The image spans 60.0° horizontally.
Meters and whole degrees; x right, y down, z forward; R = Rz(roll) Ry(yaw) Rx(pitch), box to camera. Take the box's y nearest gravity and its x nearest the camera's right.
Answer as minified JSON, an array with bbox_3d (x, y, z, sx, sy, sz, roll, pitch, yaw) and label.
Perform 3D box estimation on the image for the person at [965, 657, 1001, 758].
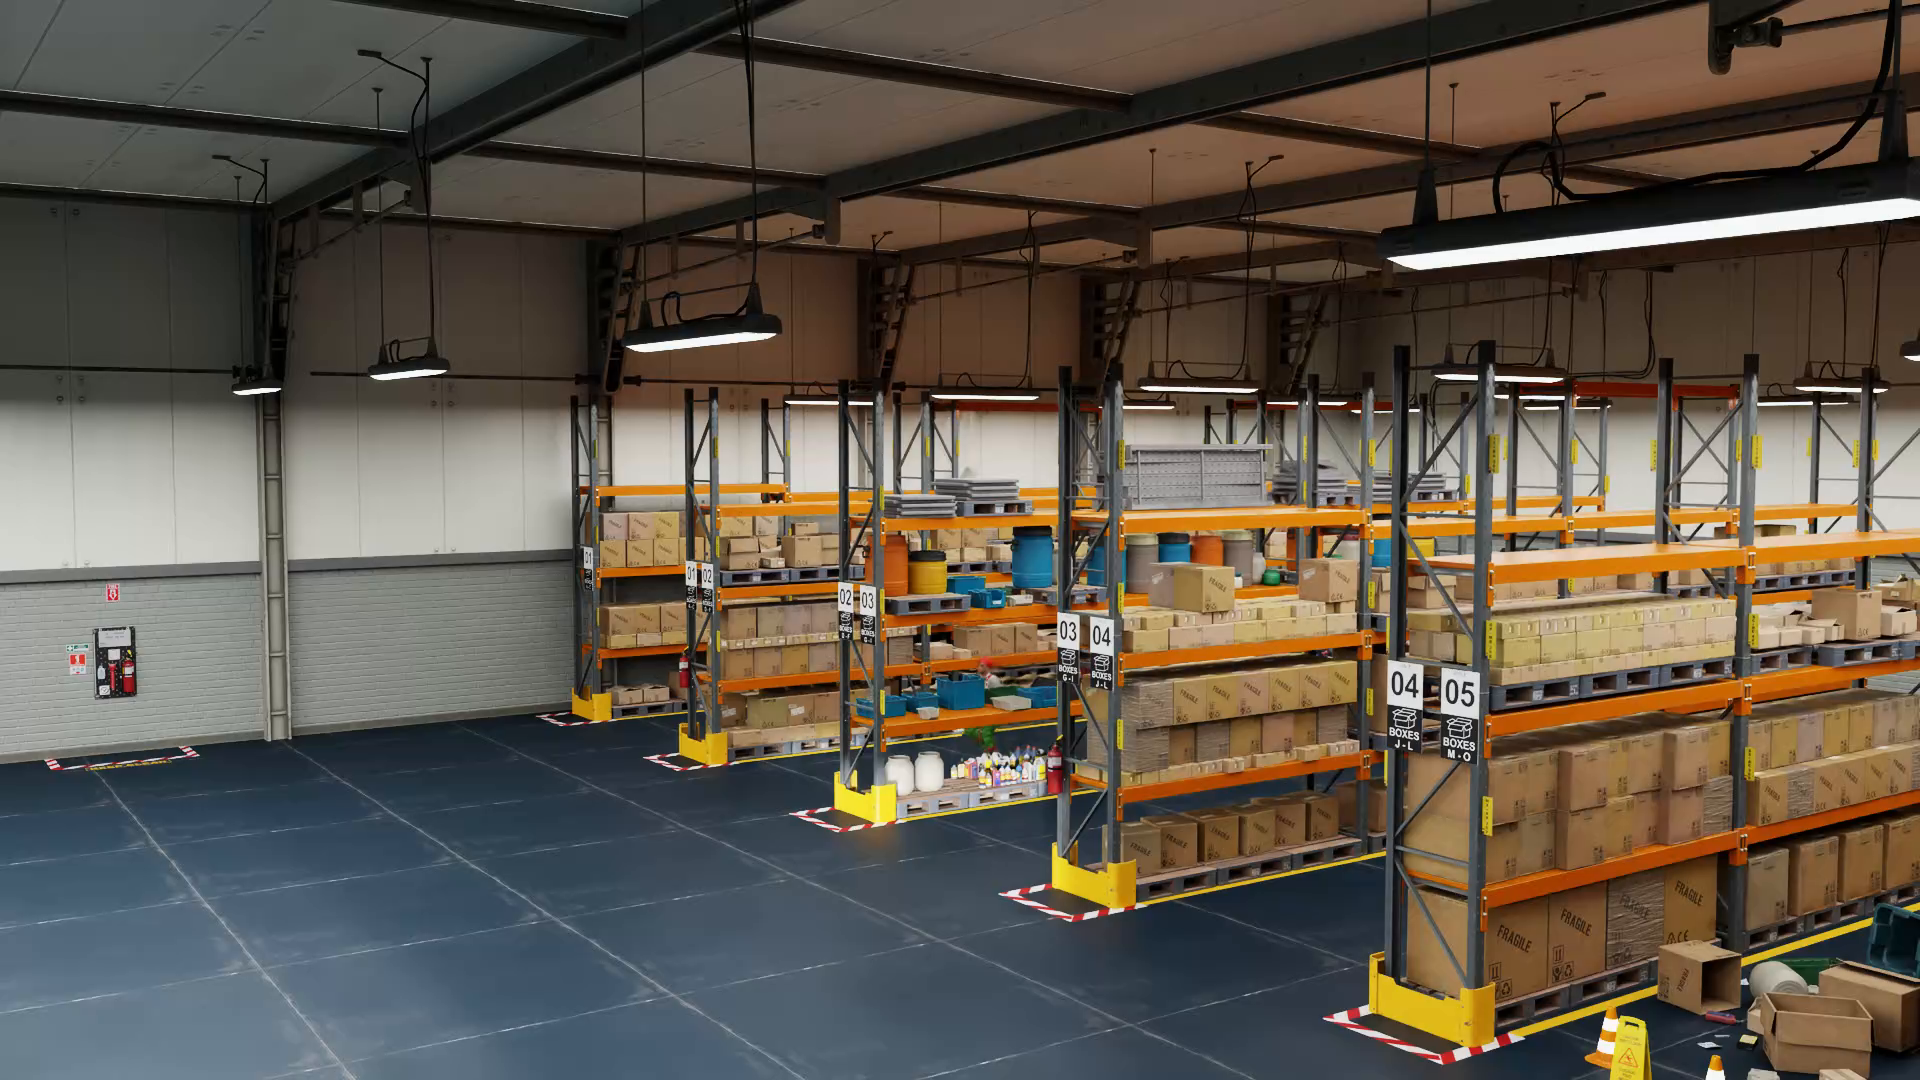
[{"bbox_3d":[0.383,2.704,26.238,0.628,1.736,0.657,-3,5,-41],"label":"person"}]
